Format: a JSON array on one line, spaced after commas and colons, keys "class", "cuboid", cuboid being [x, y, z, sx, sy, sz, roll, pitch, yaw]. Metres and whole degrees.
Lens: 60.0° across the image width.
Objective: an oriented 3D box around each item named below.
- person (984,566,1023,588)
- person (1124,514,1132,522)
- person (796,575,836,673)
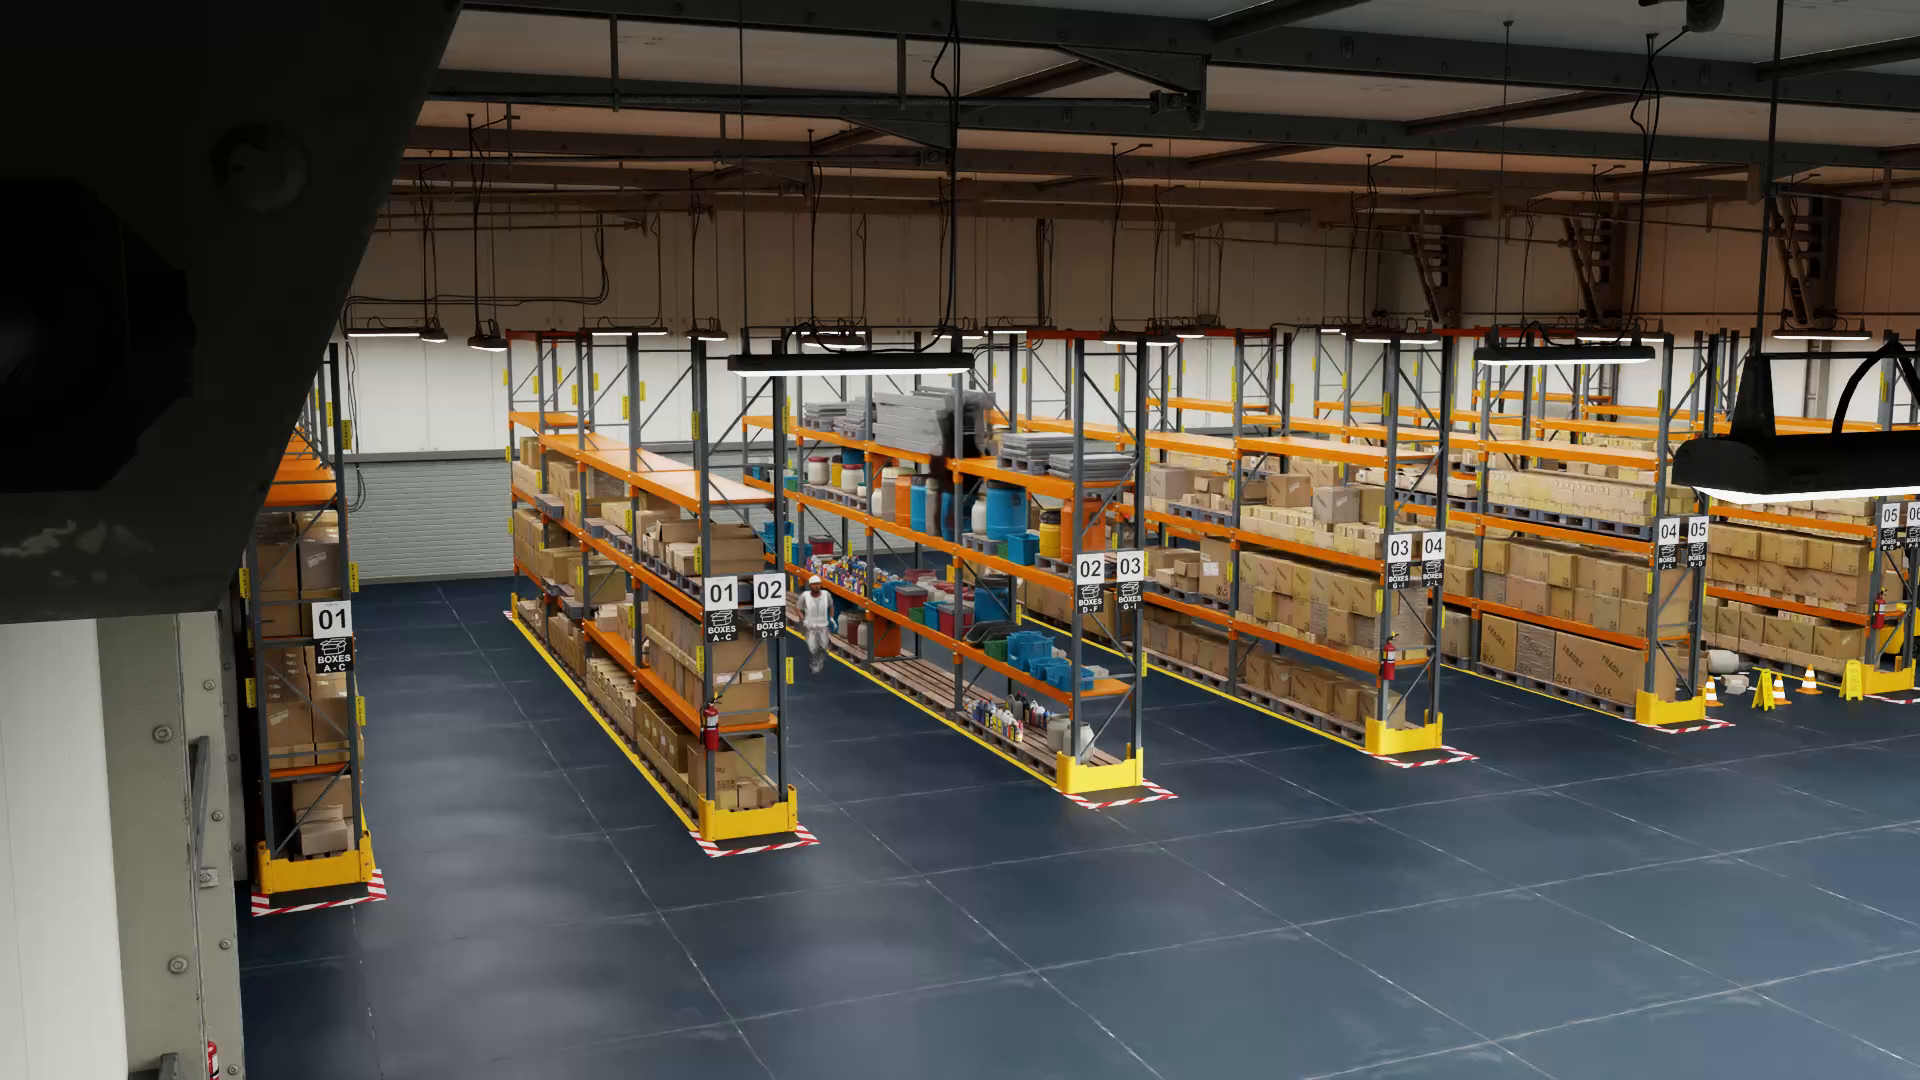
[{"class": "person", "cuboid": [0.845, 1.108, 33.074, 0.733, 1.441, 1.183, -2, 8, -15]}, {"class": "person", "cuboid": [3.783, 0.222, 38.731, 0.656, 1.733, 0.709, -5, 9, -30]}, {"class": "person", "cuboid": [-2.418, 1.430, 27.982, 0.674, 1.694, 0.594, -2, 8, -15]}]
